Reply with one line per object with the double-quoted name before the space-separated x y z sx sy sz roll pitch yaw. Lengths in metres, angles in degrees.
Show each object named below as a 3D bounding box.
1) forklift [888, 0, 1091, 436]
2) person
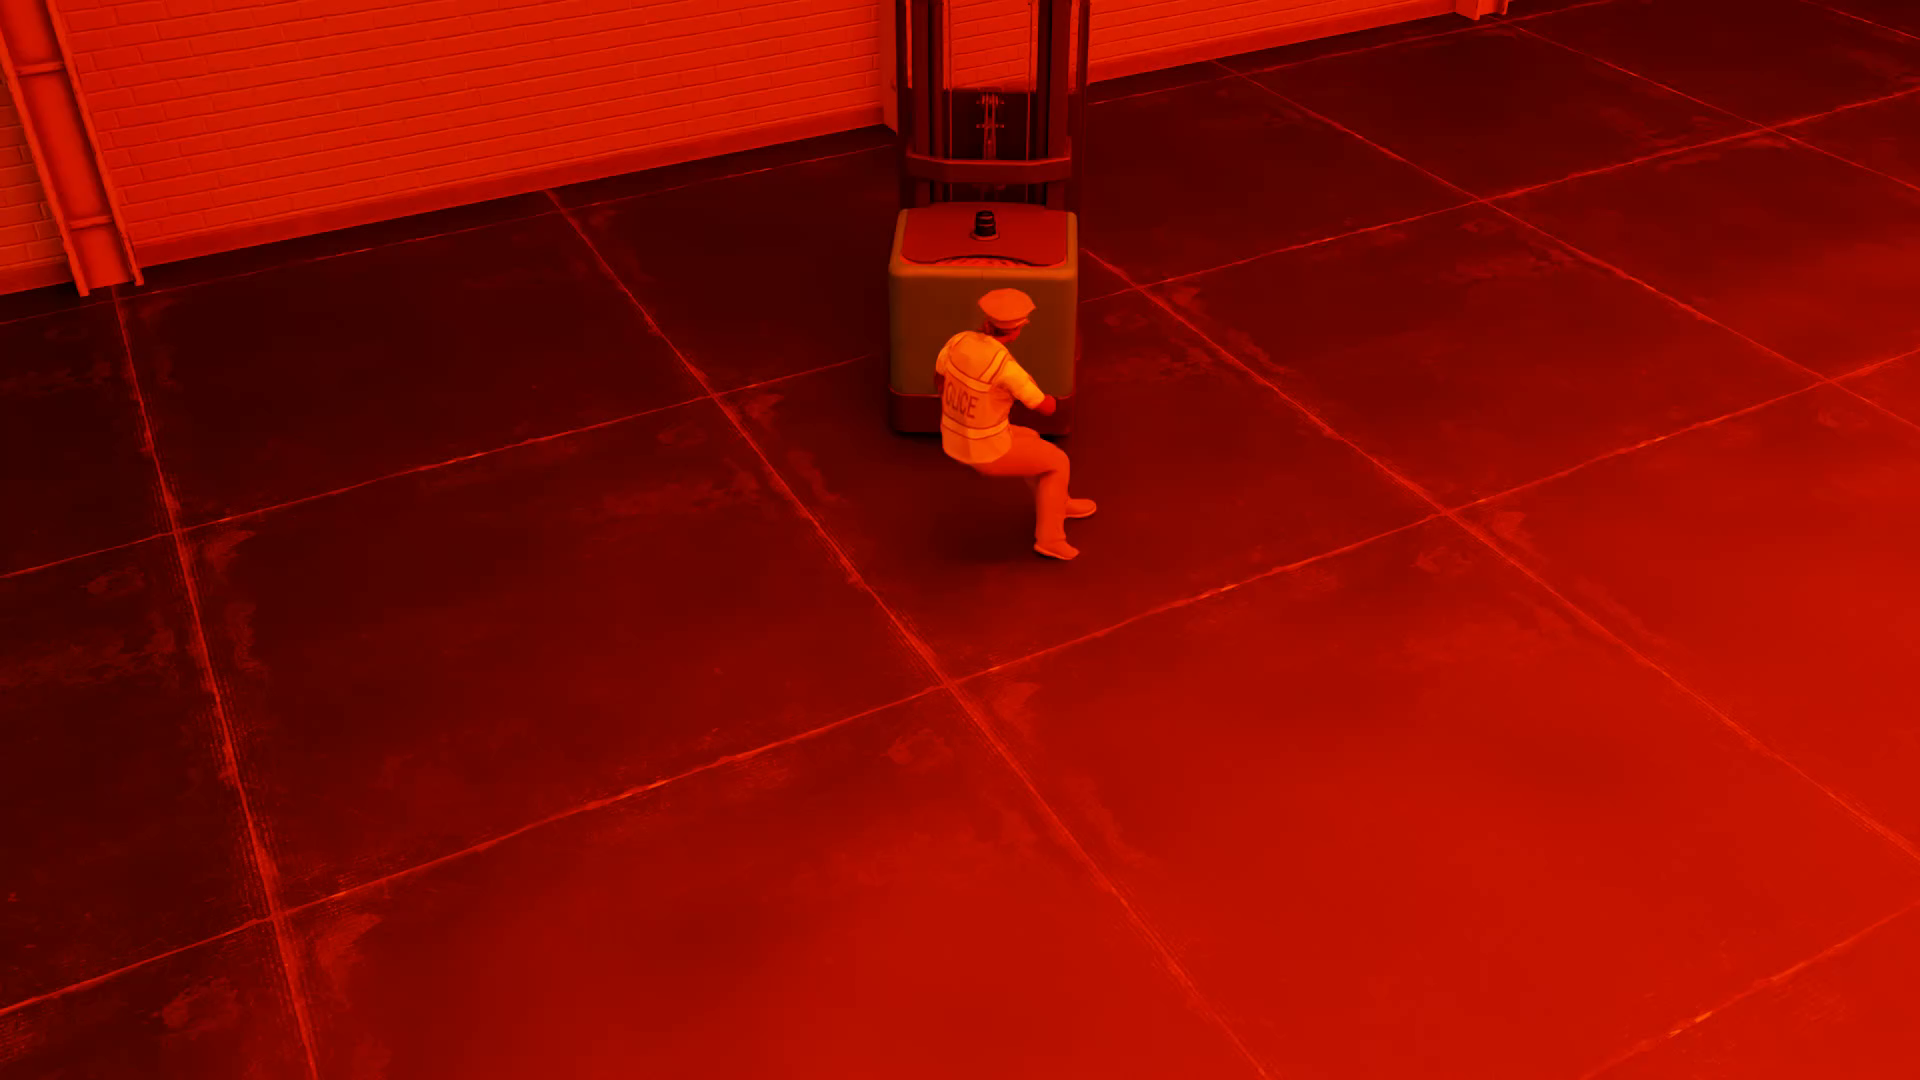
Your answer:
"forklift" 0.194 -2.610 9.815 1.130 2.935 3.031 2 35 2
"person" 0.323 -0.590 8.347 0.858 1.462 0.726 -26 43 -32
